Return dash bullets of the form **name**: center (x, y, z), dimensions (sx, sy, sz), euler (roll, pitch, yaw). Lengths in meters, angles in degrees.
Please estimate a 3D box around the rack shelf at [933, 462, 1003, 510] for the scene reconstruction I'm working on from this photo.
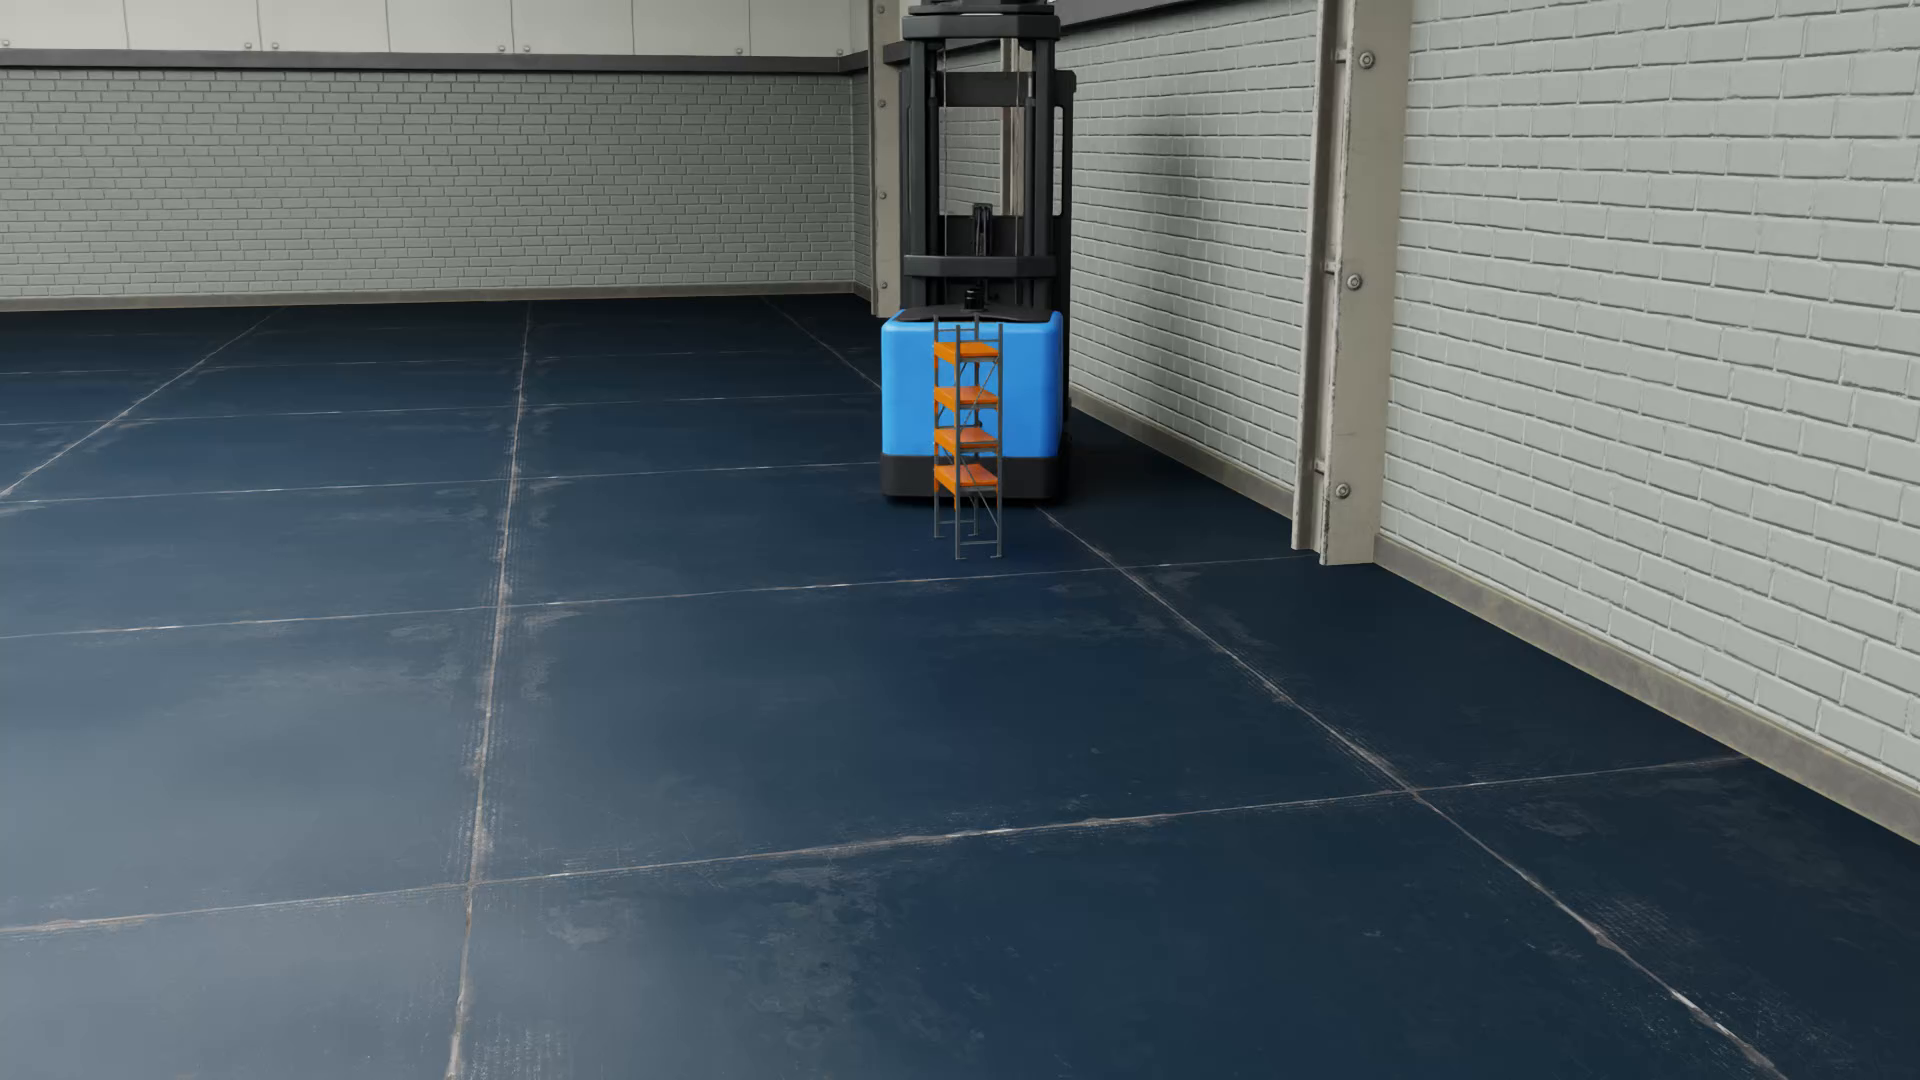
- **rack shelf**: center (0.039, -0.286, 8.691), dimensions (0.258, 0.148, 0.480), euler (-3, 14, -13)

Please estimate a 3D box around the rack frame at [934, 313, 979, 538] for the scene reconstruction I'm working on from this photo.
- **rack frame**: center (-0.018, -0.601, 8.859), dimensions (0.240, 1.200, 0.015), euler (-3, 14, -13)

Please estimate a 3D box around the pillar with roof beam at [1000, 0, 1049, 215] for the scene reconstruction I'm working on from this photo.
- **pillar with roof beam**: center (-3.653, -5.441, 12.238), dimensions (9.100, 9.000, 0.400), euler (-3, 14, -13)

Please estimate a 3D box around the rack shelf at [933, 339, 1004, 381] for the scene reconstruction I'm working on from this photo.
- **rack shelf**: center (0.039, -0.926, 8.535), dimensions (0.258, 0.148, 0.480), euler (-3, 14, -13)

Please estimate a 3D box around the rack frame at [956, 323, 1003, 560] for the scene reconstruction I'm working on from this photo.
- **rack frame**: center (0.096, -0.488, 8.398), dimensions (0.240, 1.200, 0.015), euler (-3, 14, -13)

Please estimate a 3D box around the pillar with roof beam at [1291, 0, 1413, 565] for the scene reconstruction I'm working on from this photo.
- **pillar with roof beam**: center (-2.243, -4.057, 6.572), dimensions (9.100, 9.000, 0.400), euler (-3, 14, -13)

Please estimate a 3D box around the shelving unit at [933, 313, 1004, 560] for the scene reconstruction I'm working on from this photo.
- **shelving unit**: center (0.039, -0.545, 8.628), dimensions (0.258, 1.200, 0.503), euler (-3, 14, -13)

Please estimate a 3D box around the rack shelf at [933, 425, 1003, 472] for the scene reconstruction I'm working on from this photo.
- **rack shelf**: center (0.039, -0.479, 8.644), dimensions (0.258, 0.148, 0.480), euler (-3, 14, -13)

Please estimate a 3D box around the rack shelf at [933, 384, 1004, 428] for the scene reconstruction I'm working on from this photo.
- **rack shelf**: center (0.039, -0.697, 8.591), dimensions (0.258, 0.148, 0.480), euler (-3, 14, -13)

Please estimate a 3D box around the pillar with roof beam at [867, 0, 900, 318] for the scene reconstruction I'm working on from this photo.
- **pillar with roof beam**: center (-5.062, -6.825, 17.904), dimensions (9.100, 9.000, 0.400), euler (-3, 14, -13)

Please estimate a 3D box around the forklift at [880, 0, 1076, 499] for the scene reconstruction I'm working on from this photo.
- **forklift**: center (0.183, -1.958, 10.764), dimensions (1.130, 2.935, 3.031), euler (1, 14, 5)
